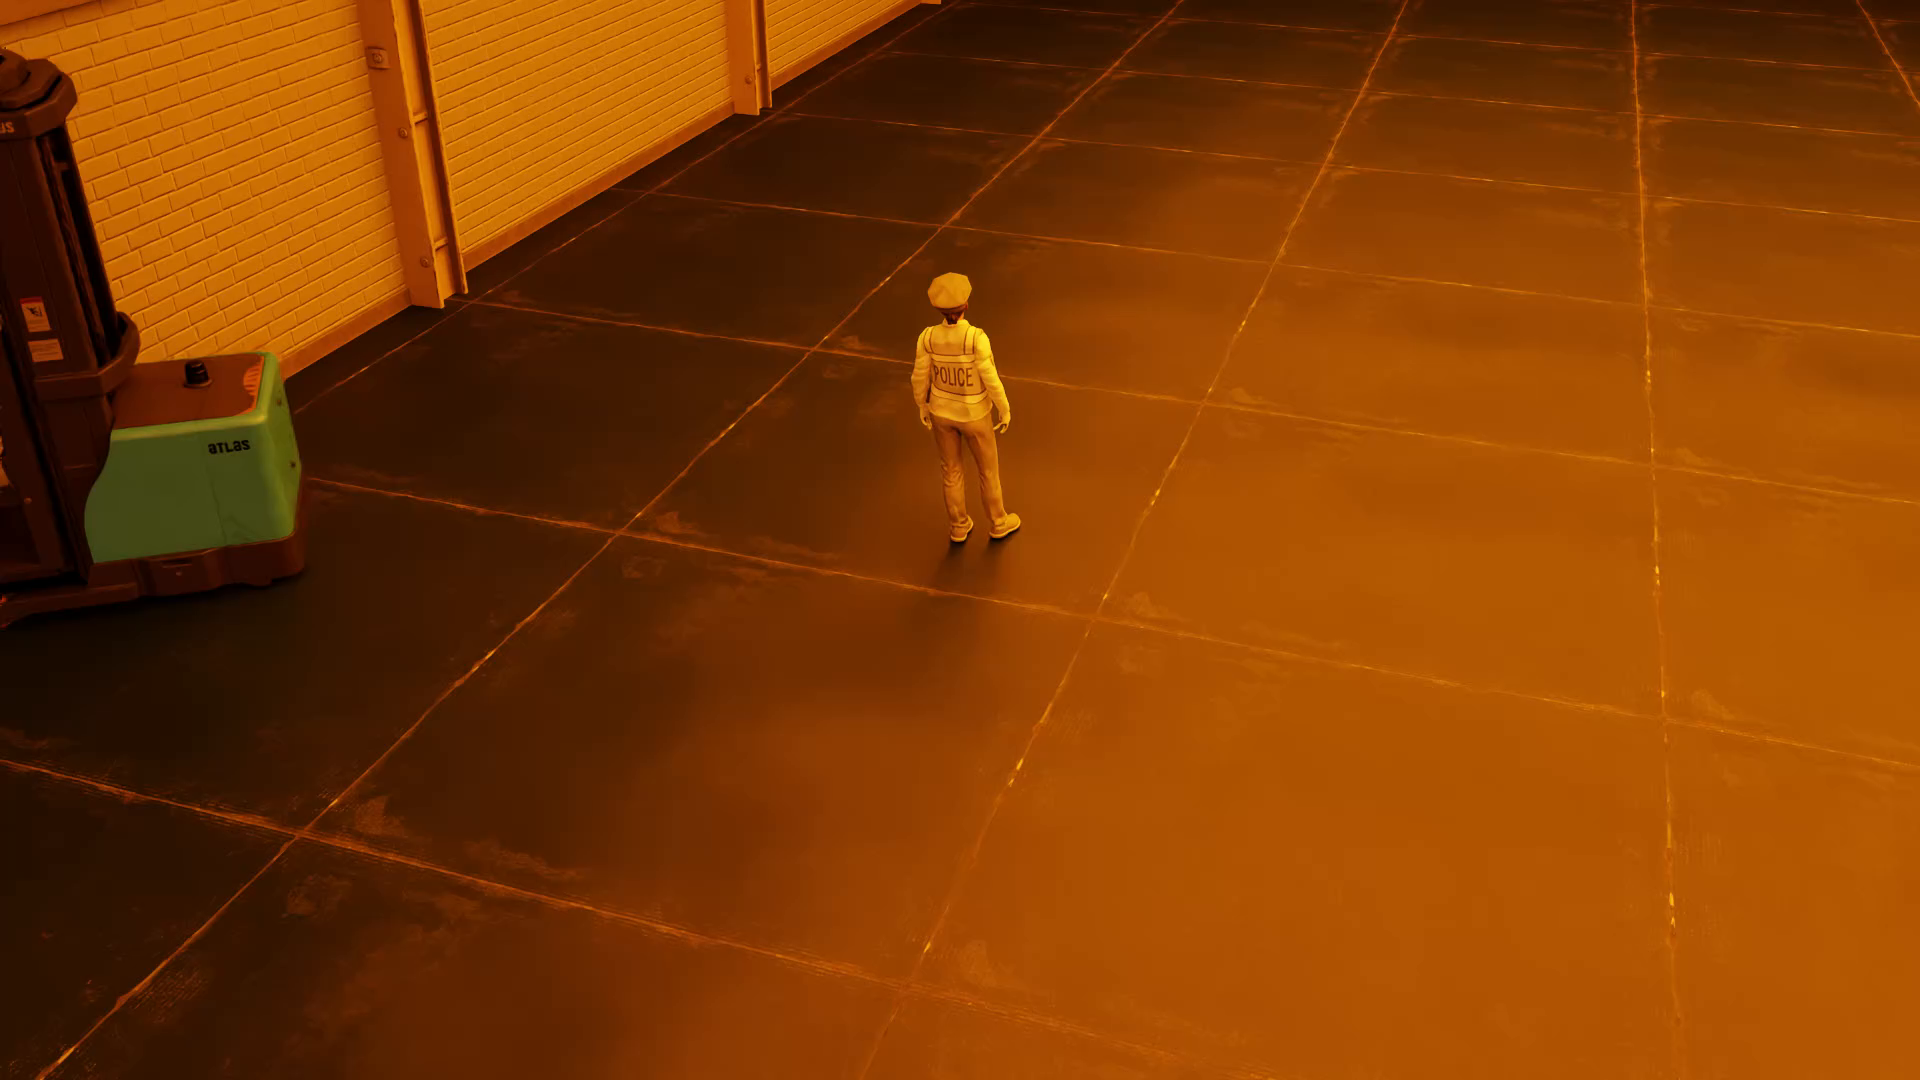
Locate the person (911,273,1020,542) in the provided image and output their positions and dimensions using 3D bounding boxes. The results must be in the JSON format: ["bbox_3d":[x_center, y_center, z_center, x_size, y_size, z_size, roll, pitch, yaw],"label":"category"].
[{"bbox_3d":[0.029,-0.774,9.728,0.586,1.694,0.530,10,31,16],"label":"person"}]

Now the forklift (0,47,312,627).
[{"bbox_3d":[-5.390,-1.053,8.984,3.031,2.935,1.130,-8,31,-14],"label":"forklift"}]
